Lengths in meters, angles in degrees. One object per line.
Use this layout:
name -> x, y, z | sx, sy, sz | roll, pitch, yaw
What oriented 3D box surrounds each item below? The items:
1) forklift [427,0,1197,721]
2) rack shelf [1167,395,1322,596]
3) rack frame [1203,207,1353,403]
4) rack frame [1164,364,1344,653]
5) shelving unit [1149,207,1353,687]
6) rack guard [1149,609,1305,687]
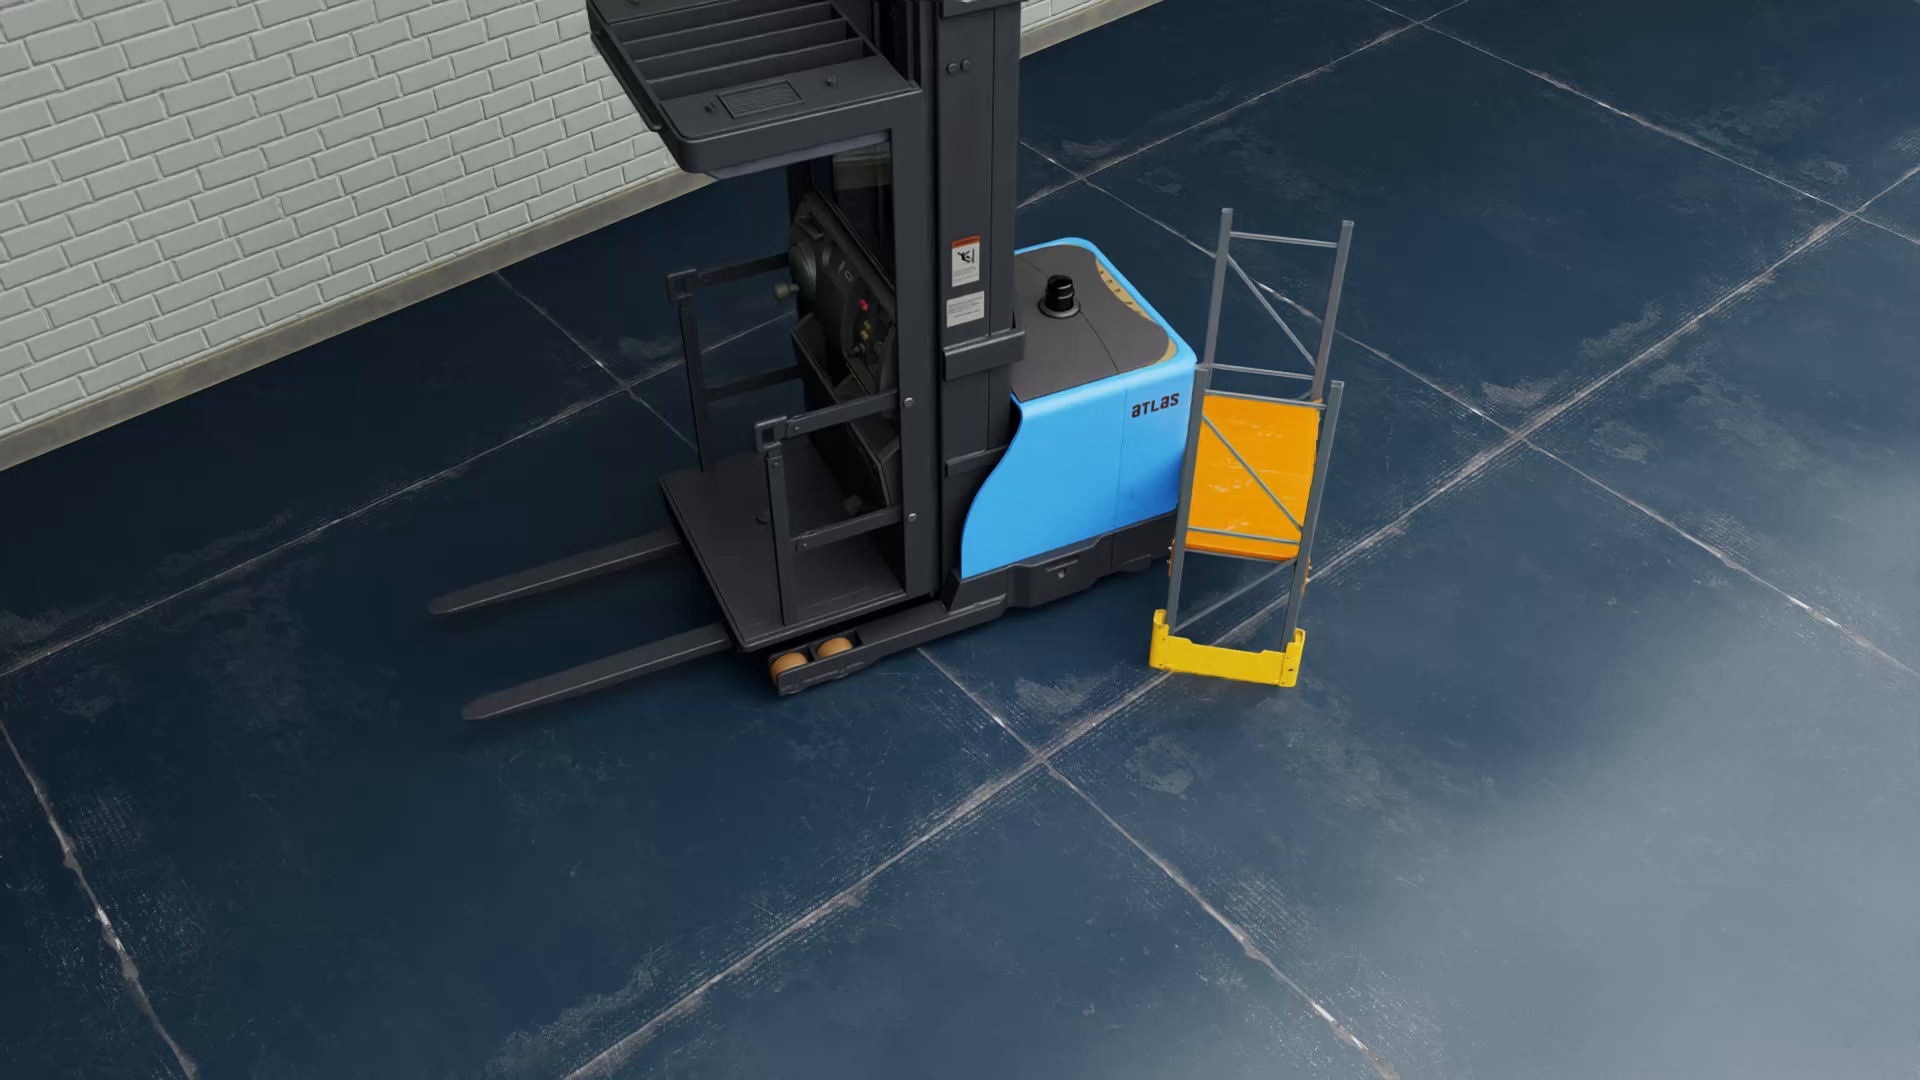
forklift -> -0.619, -0.873, 6.039 | 3.031, 2.935, 1.130 | -18, 46, -18
rack shelf -> 1.154, -0.222, 6.654 | 0.538, 0.185, 1.000 | 8, 44, 8
rack frame -> 1.256, -0.694, 6.894 | 0.500, 1.500, 0.032 | 8, 44, 8
rack frame -> 1.052, -0.013, 6.168 | 0.500, 1.500, 0.032 | 8, 44, 8
shelving unit -> 1.156, -0.360, 6.537 | 0.587, 1.500, 1.083 | 8, 44, 8
rack guard -> 1.055, 0.430, 6.610 | 0.587, 0.250, 0.087 | 8, 44, 8
